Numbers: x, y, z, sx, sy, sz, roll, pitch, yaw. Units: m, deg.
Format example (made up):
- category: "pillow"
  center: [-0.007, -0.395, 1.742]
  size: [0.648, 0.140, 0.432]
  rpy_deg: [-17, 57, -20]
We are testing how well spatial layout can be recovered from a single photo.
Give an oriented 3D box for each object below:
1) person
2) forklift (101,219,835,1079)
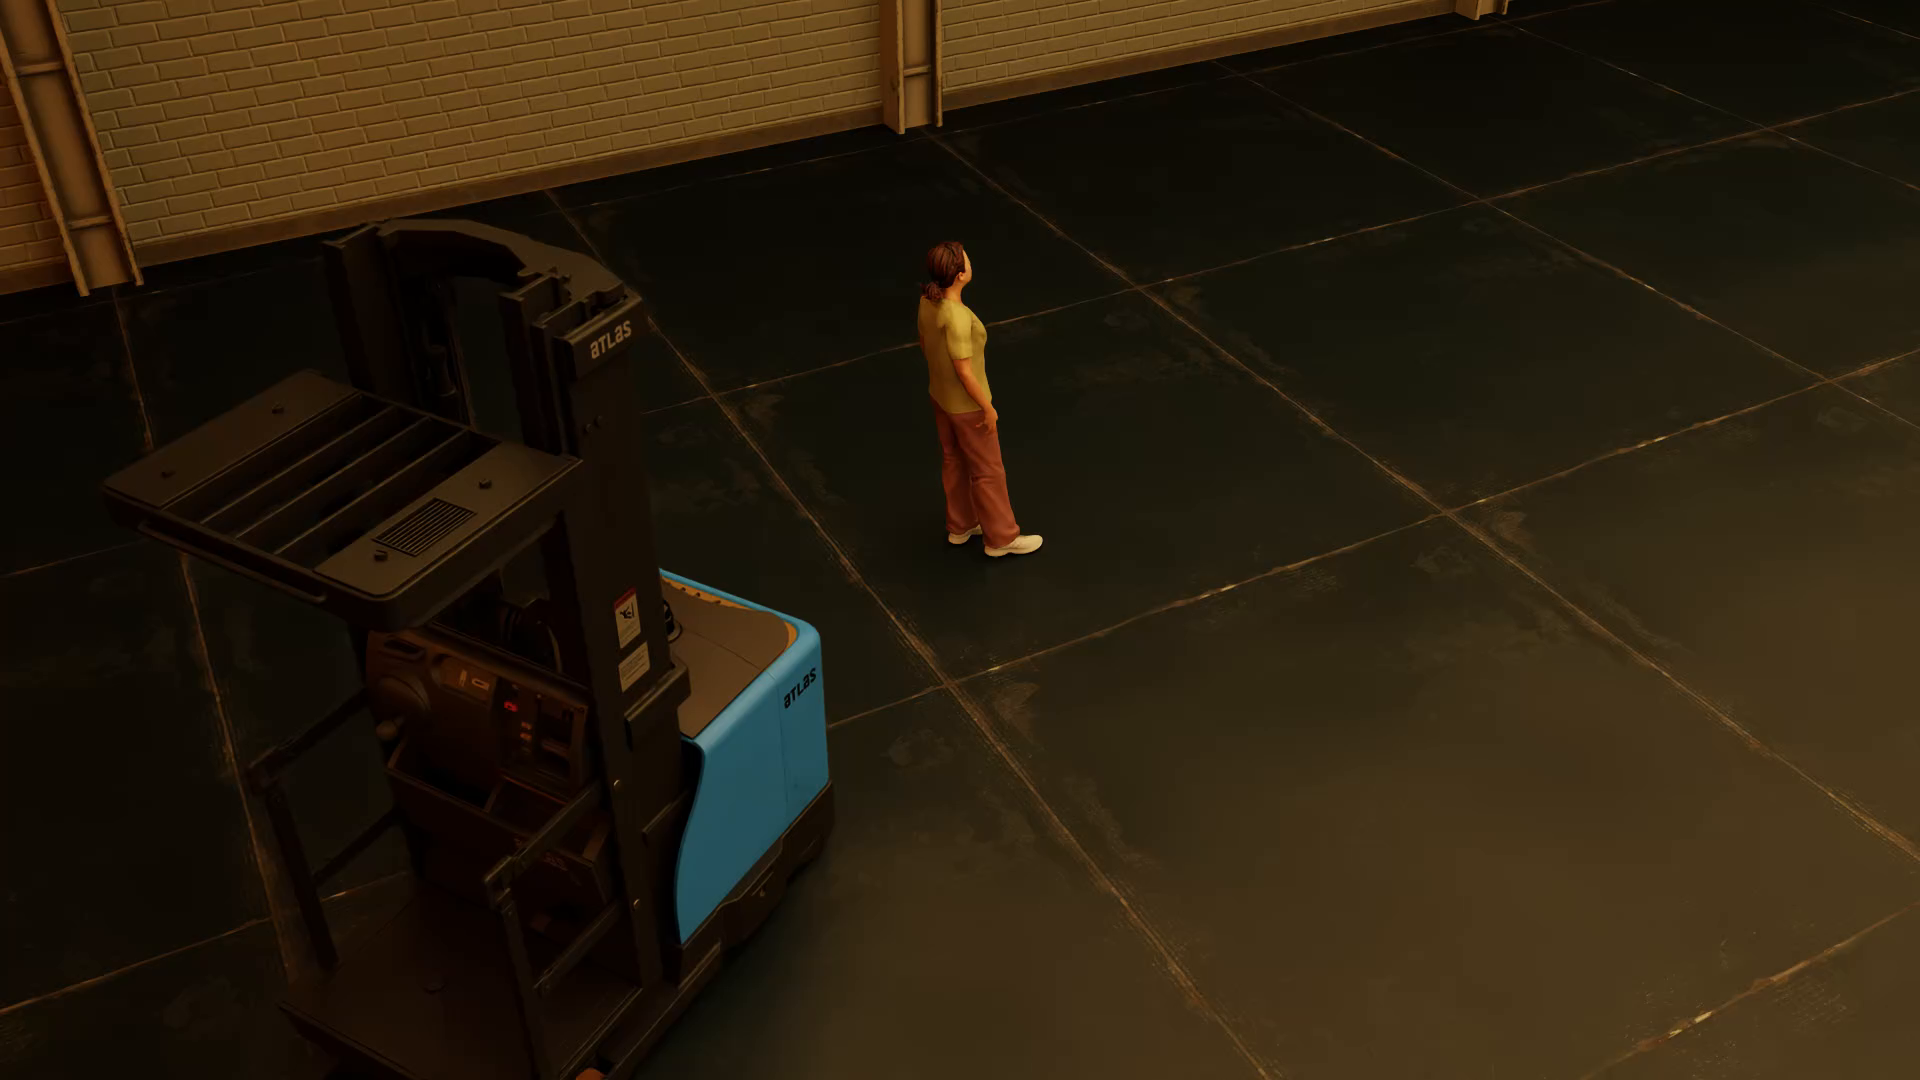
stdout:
- category: "person"
  center: [0.071, -0.704, 8.194]
  size: [0.548, 1.673, 0.553]
  rpy_deg: [-17, 39, -23]
- category: "forklift"
  center: [-1.679, 0.613, 5.256]
  size: [1.130, 2.935, 3.031]
  rpy_deg: [18, 39, 24]
